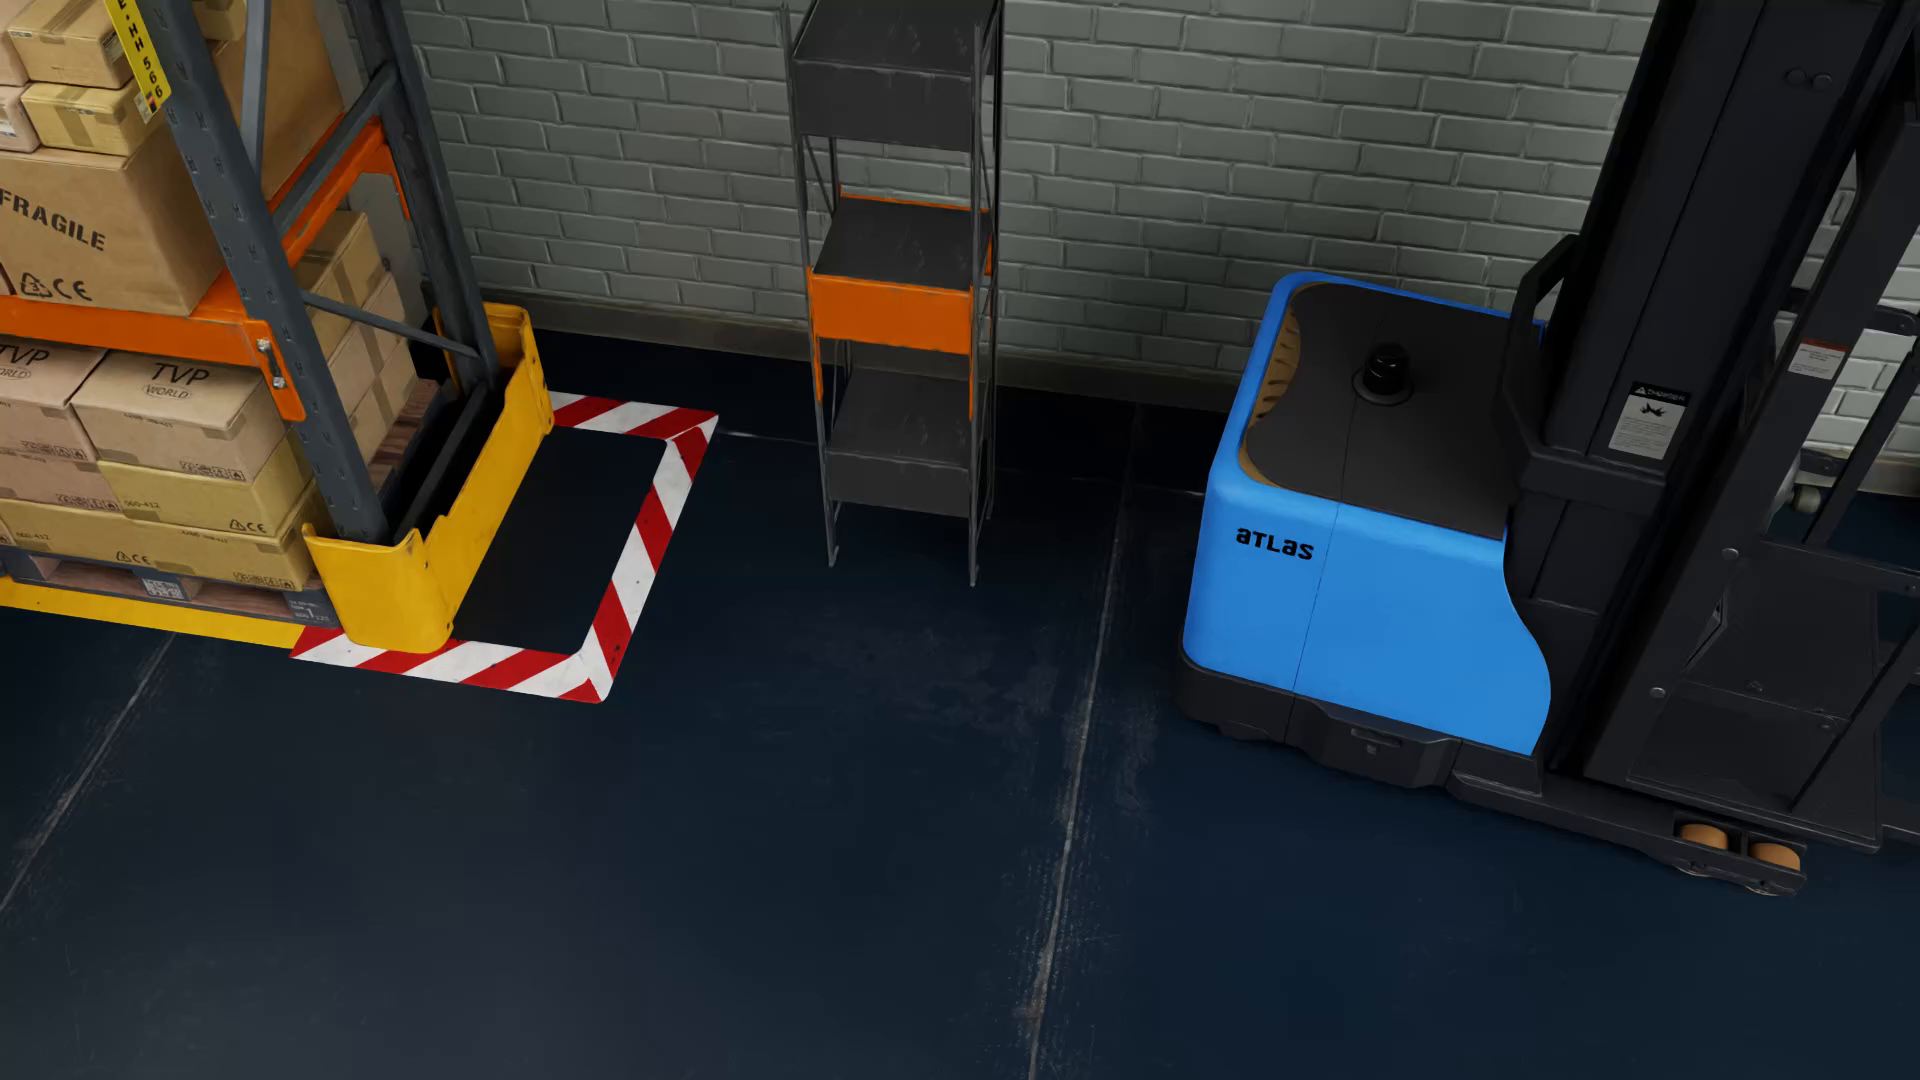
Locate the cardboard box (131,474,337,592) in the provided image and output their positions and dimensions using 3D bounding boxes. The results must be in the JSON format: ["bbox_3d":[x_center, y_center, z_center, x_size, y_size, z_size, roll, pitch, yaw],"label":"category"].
[{"bbox_3d":[-2.302,-0.129,5.416,0.500,0.250,0.500,8,49,7],"label":"cardboard box"}]

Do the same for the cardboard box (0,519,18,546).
[{"bbox_3d":[-3.281,-0.275,5.546,0.500,0.250,0.500,8,49,7],"label":"cardboard box"}]

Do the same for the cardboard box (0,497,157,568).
[{"bbox_3d":[-2.790,-0.202,5.481,0.500,0.250,0.500,8,49,7],"label":"cardboard box"}]

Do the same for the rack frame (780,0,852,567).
[{"bbox_3d":[-0.403,-0.756,5.018,0.015,2.100,0.400,8,49,7],"label":"rack frame"}]

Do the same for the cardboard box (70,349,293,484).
[{"bbox_3d":[-2.292,-0.465,5.045,0.500,0.250,0.500,9,49,8],"label":"cardboard box"}]

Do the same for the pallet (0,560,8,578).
[{"bbox_3d":[-3.741,-0.379,5.948,1.213,0.211,1.003,8,49,7],"label":"pallet"}]

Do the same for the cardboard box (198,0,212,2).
[{"bbox_3d":[-2.076,-1.627,4.492,0.250,0.149,0.380,7,48,6],"label":"cardboard box"}]

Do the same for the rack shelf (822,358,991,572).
[{"bbox_3d":[-0.163,-0.247,5.519,0.480,0.518,0.431,8,49,7],"label":"rack shelf"}]

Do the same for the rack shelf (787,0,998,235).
[{"bbox_3d":[-0.163,-1.182,4.478,0.480,0.518,0.431,8,49,7],"label":"rack shelf"}]

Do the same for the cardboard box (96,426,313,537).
[{"bbox_3d":[-2.318,-0.301,5.234,0.500,0.250,0.500,7,48,6],"label":"cardboard box"}]

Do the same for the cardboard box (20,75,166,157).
[{"bbox_3d":[-2.175,-1.168,4.279,0.250,0.149,0.380,8,49,7],"label":"cardboard box"}]

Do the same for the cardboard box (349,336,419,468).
[{"bbox_3d":[-2.232,-0.506,5.755,0.500,0.250,0.500,8,49,7],"label":"cardboard box"}]

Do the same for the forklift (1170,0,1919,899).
[{"bbox_3d":[2.234,-0.398,4.137,3.031,2.935,1.130,15,50,13],"label":"forklift"}]

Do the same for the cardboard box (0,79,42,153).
[{"bbox_3d":[-2.431,-1.180,4.290,0.250,0.149,0.380,8,49,7],"label":"cardboard box"}]

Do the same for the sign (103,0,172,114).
[{"bbox_3d":[-1.894,-1.148,3.827,0.005,0.325,0.100,8,49,7],"label":"sign"}]

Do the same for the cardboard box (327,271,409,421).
[{"bbox_3d":[-2.209,-0.680,5.574,0.500,0.250,0.500,8,49,8],"label":"cardboard box"}]

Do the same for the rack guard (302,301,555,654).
[{"bbox_3d":[-1.760,-0.238,5.628,0.348,0.500,1.175,8,49,7],"label":"rack guard"}]

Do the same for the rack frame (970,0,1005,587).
[{"bbox_3d":[0.077,-0.691,4.960,0.015,2.100,0.400,8,49,7],"label":"rack frame"}]

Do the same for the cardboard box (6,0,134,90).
[{"bbox_3d":[-2.174,-1.320,4.216,0.250,0.149,0.380,8,49,7],"label":"cardboard box"}]

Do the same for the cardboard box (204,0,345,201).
[{"bbox_3d":[-2.222,-1.379,4.905,0.500,0.500,0.500,9,49,8],"label":"cardboard box"}]

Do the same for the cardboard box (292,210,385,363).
[{"bbox_3d":[-2.223,-0.835,5.377,0.500,0.250,0.500,7,48,6],"label":"cardboard box"}]

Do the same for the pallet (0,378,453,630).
[{"bbox_3d":[-2.544,-0.215,5.802,1.213,0.211,1.003,8,49,7],"label":"pallet"}]

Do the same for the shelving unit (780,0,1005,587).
[{"bbox_3d":[-0.163,-0.724,4.989,0.503,2.100,0.431,8,49,7],"label":"shelving unit"}]

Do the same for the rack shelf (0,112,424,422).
[{"bbox_3d":[-3.752,-1.101,5.206,4.000,0.370,1.077,8,49,7],"label":"rack shelf"}]

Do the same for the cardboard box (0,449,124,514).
[{"bbox_3d":[-2.810,-0.375,5.301,0.500,0.250,0.500,7,48,6],"label":"cardboard box"}]

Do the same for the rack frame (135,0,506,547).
[{"bbox_3d":[-1.784,-1.077,4.701,0.127,3.000,1.000,8,49,7],"label":"rack frame"}]

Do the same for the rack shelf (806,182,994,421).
[{"bbox_3d":[-0.163,-0.715,4.999,0.480,0.518,0.431,8,49,7],"label":"rack shelf"}]

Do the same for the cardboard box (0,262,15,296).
[{"bbox_3d":[-2.823,-1.059,4.617,0.500,0.500,0.500,9,49,8],"label":"cardboard box"}]

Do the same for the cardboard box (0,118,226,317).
[{"bbox_3d":[-2.315,-0.983,4.550,0.500,0.500,0.500,7,48,6],"label":"cardboard box"}]

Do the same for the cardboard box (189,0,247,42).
[{"bbox_3d":[-2.071,-1.562,4.634,0.250,0.149,0.380,7,48,6],"label":"cardboard box"}]

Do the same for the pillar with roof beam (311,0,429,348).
[{"bbox_3d":[-3.074,-0.683,0.314,0.400,9.000,9.100,8,49,7],"label":"pillar with roof beam"}]

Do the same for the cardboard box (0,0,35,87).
[{"bbox_3d":[-2.422,-1.330,4.225,0.250,0.149,0.380,8,49,7],"label":"cardboard box"}]

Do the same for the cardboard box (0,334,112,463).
[{"bbox_3d":[-2.796,-0.528,5.102,0.500,0.250,0.500,8,49,8],"label":"cardboard box"}]
